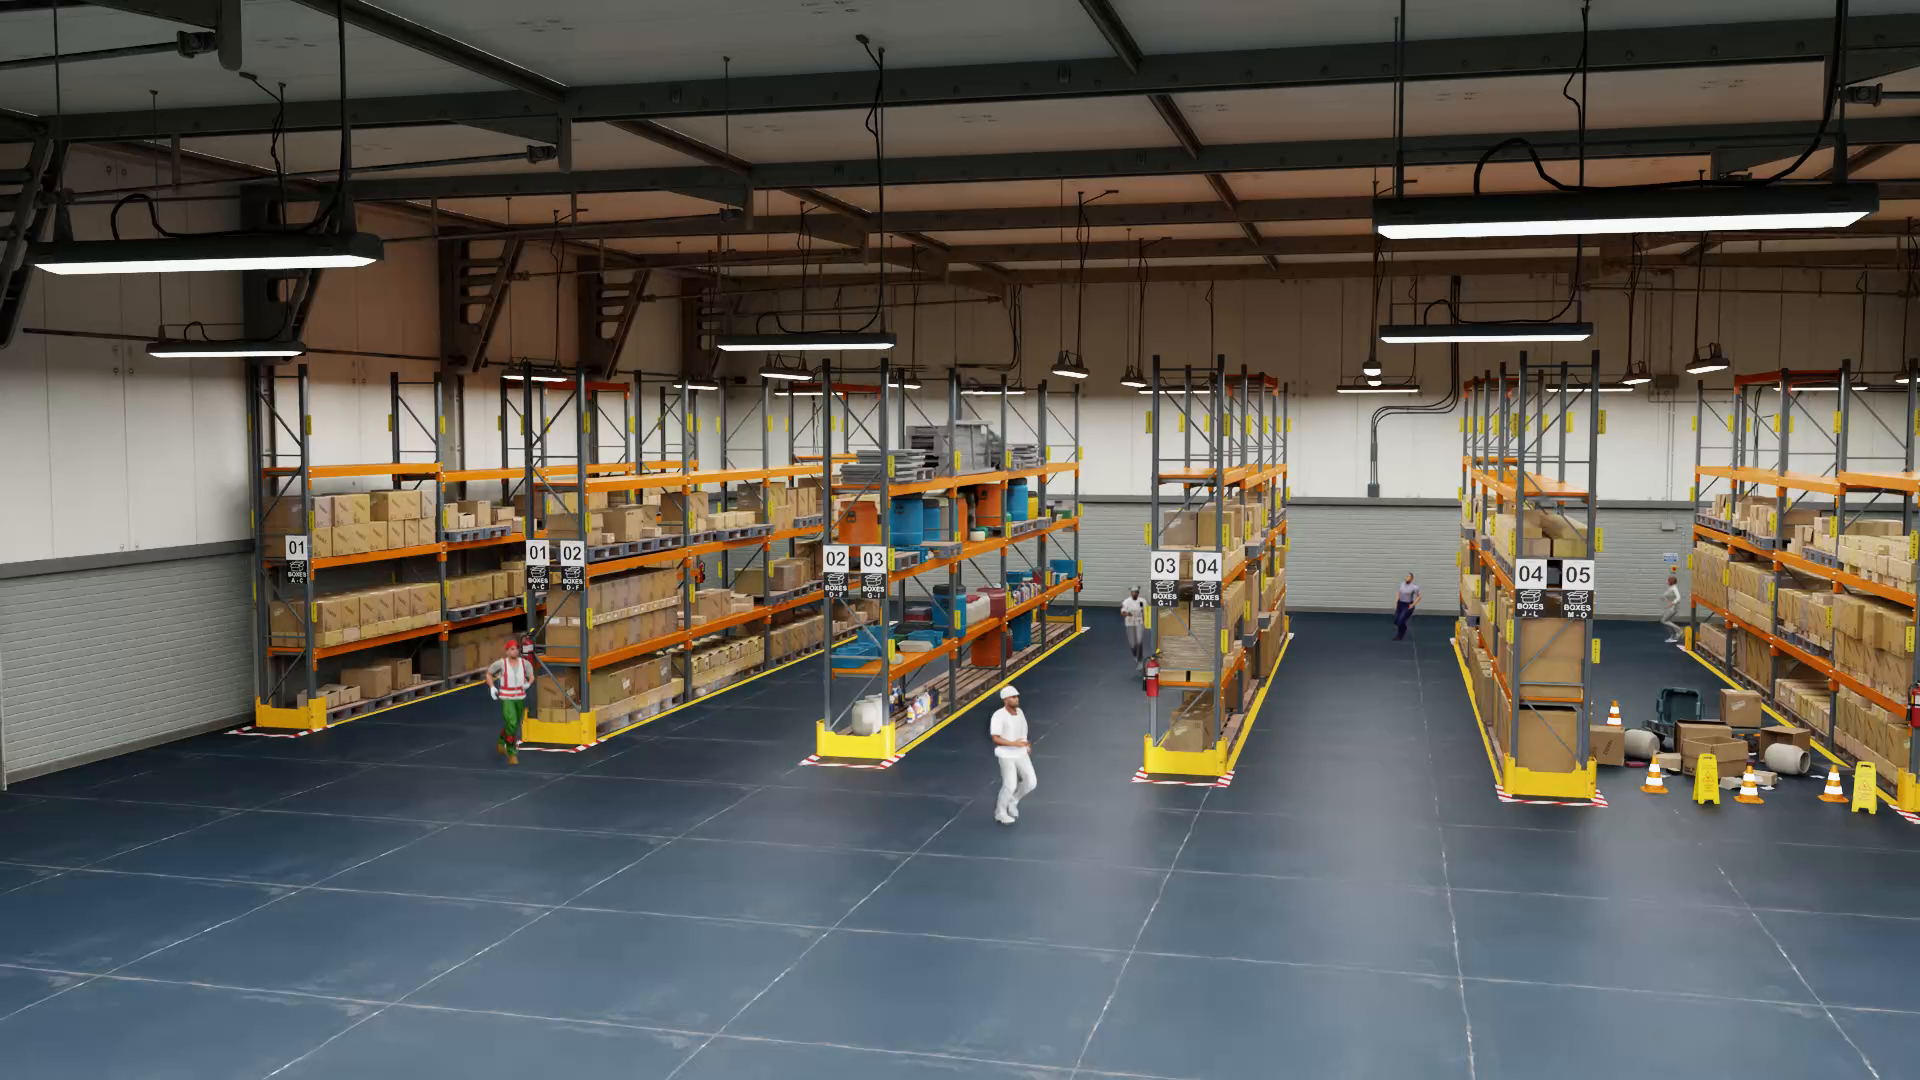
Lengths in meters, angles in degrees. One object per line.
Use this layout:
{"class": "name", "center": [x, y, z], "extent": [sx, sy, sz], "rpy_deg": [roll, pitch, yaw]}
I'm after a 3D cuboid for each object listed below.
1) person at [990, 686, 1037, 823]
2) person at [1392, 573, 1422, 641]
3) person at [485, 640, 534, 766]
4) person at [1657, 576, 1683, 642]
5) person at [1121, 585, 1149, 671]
{"class": "person", "center": [0.685, 2.691, 20.821], "extent": [0.623, 1.723, 0.685], "rpy_deg": [4, 6, 45]}
{"class": "person", "center": [10.401, 1.553, 38.634], "extent": [0.676, 1.585, 0.614], "rpy_deg": [4, 5, 44]}
{"class": "person", "center": [-6.686, 2.394, 24.837], "extent": [0.669, 1.823, 0.845], "rpy_deg": [-4, 5, -42]}
{"class": "person", "center": [16.375, 1.595, 38.332], "extent": [0.565, 1.553, 0.557], "rpy_deg": [1, 4, 18]}
{"class": "person", "center": [3.489, 1.729, 33.145], "extent": [0.559, 1.707, 0.752], "rpy_deg": [1, 4, 12]}
